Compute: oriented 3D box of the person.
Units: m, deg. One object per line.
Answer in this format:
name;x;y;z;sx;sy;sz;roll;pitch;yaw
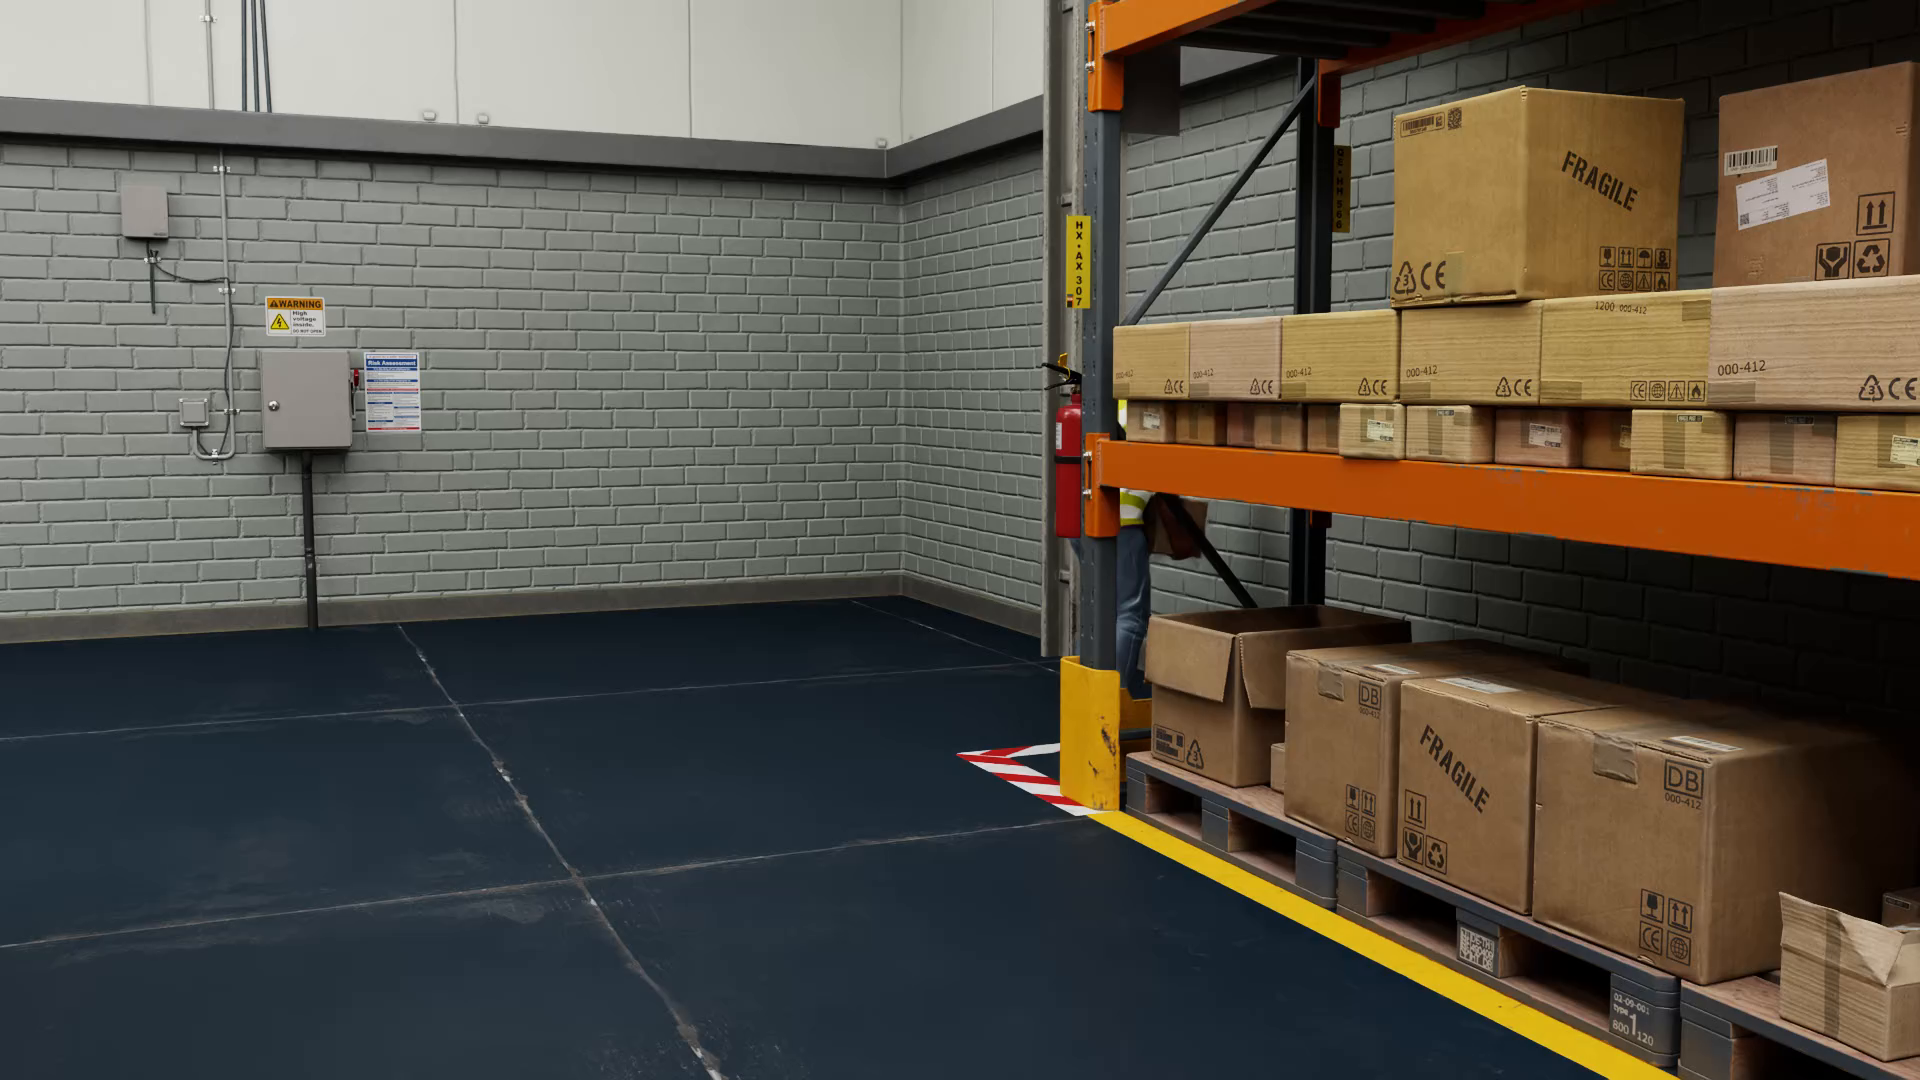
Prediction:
person;0.726;-0.066;7.373;0.586;1.762;0.502;-2;6;-24
